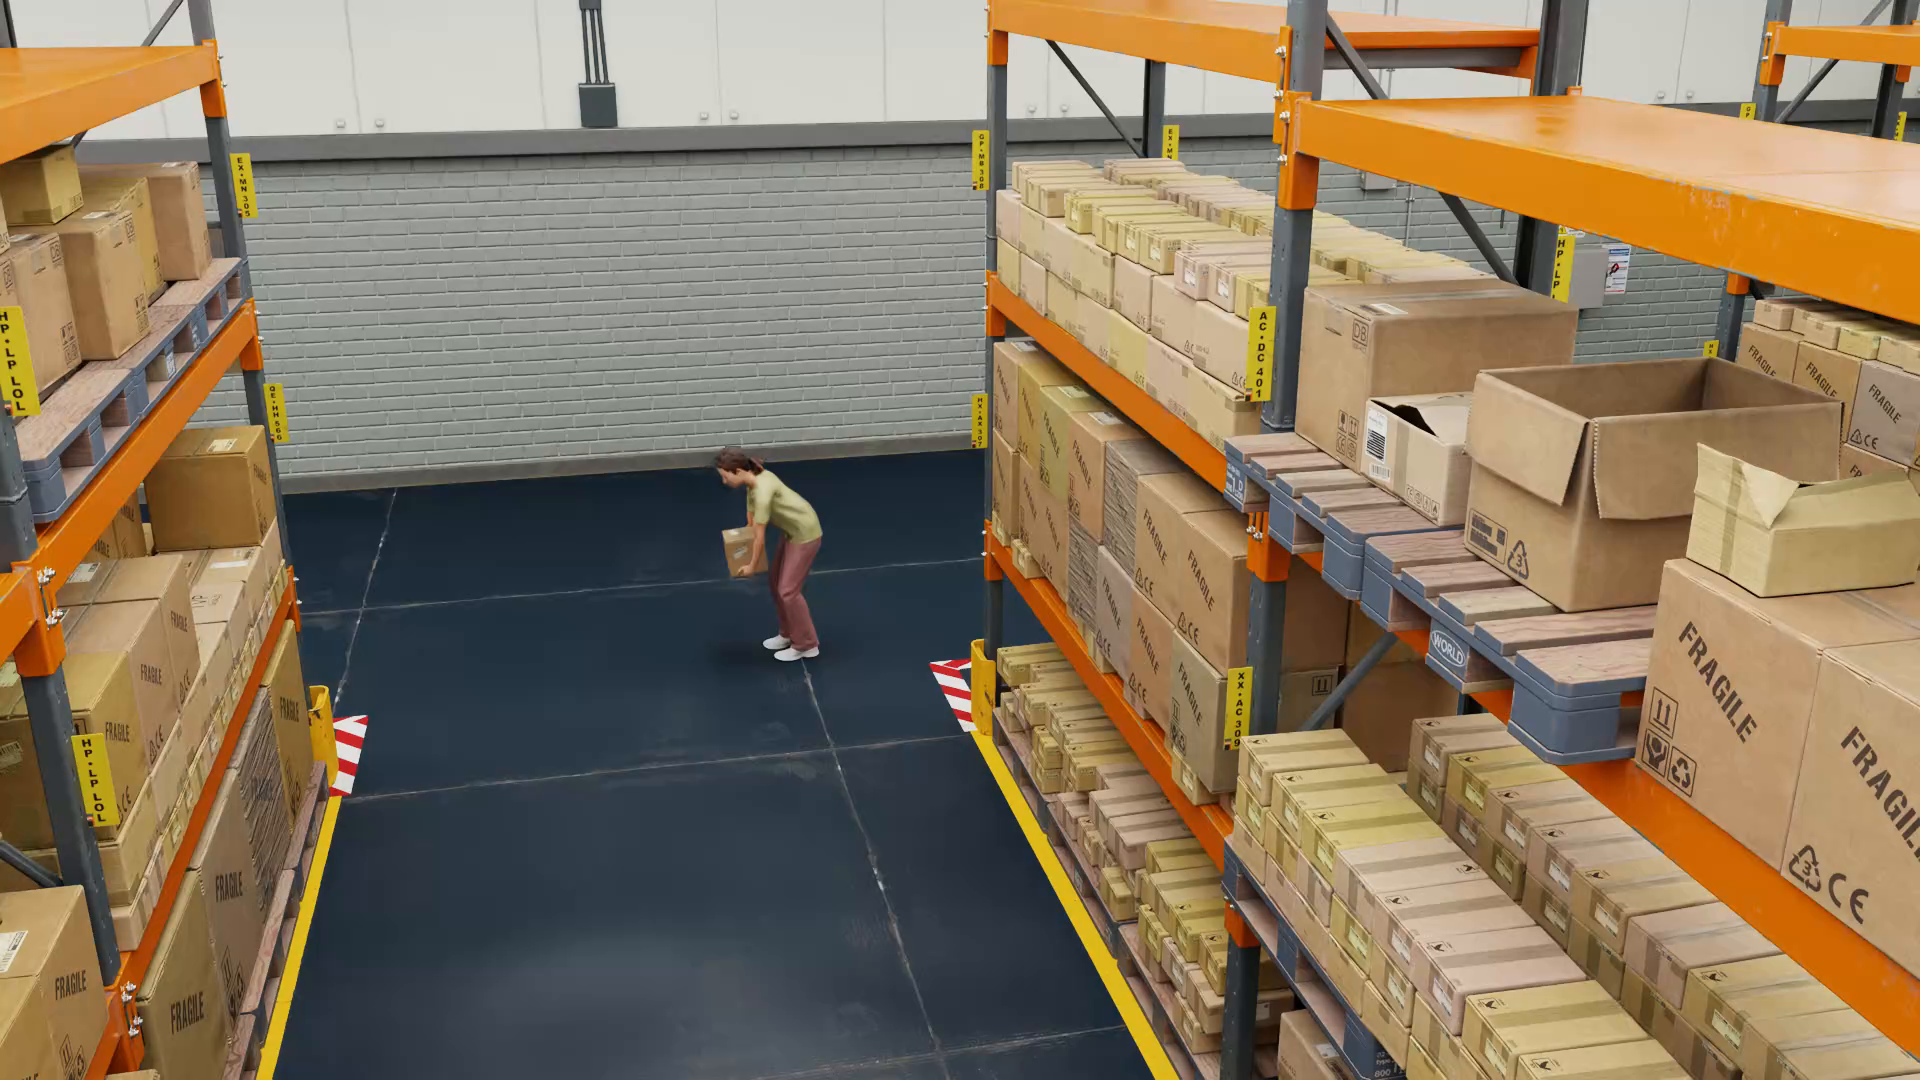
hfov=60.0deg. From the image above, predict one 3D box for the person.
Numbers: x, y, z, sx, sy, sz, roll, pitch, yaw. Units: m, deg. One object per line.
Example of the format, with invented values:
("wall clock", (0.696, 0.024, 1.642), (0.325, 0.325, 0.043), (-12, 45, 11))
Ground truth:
("person", (-1.263, 0.079, 11.135), (0.684, 1.489, 0.406), (-5, 20, -14))
